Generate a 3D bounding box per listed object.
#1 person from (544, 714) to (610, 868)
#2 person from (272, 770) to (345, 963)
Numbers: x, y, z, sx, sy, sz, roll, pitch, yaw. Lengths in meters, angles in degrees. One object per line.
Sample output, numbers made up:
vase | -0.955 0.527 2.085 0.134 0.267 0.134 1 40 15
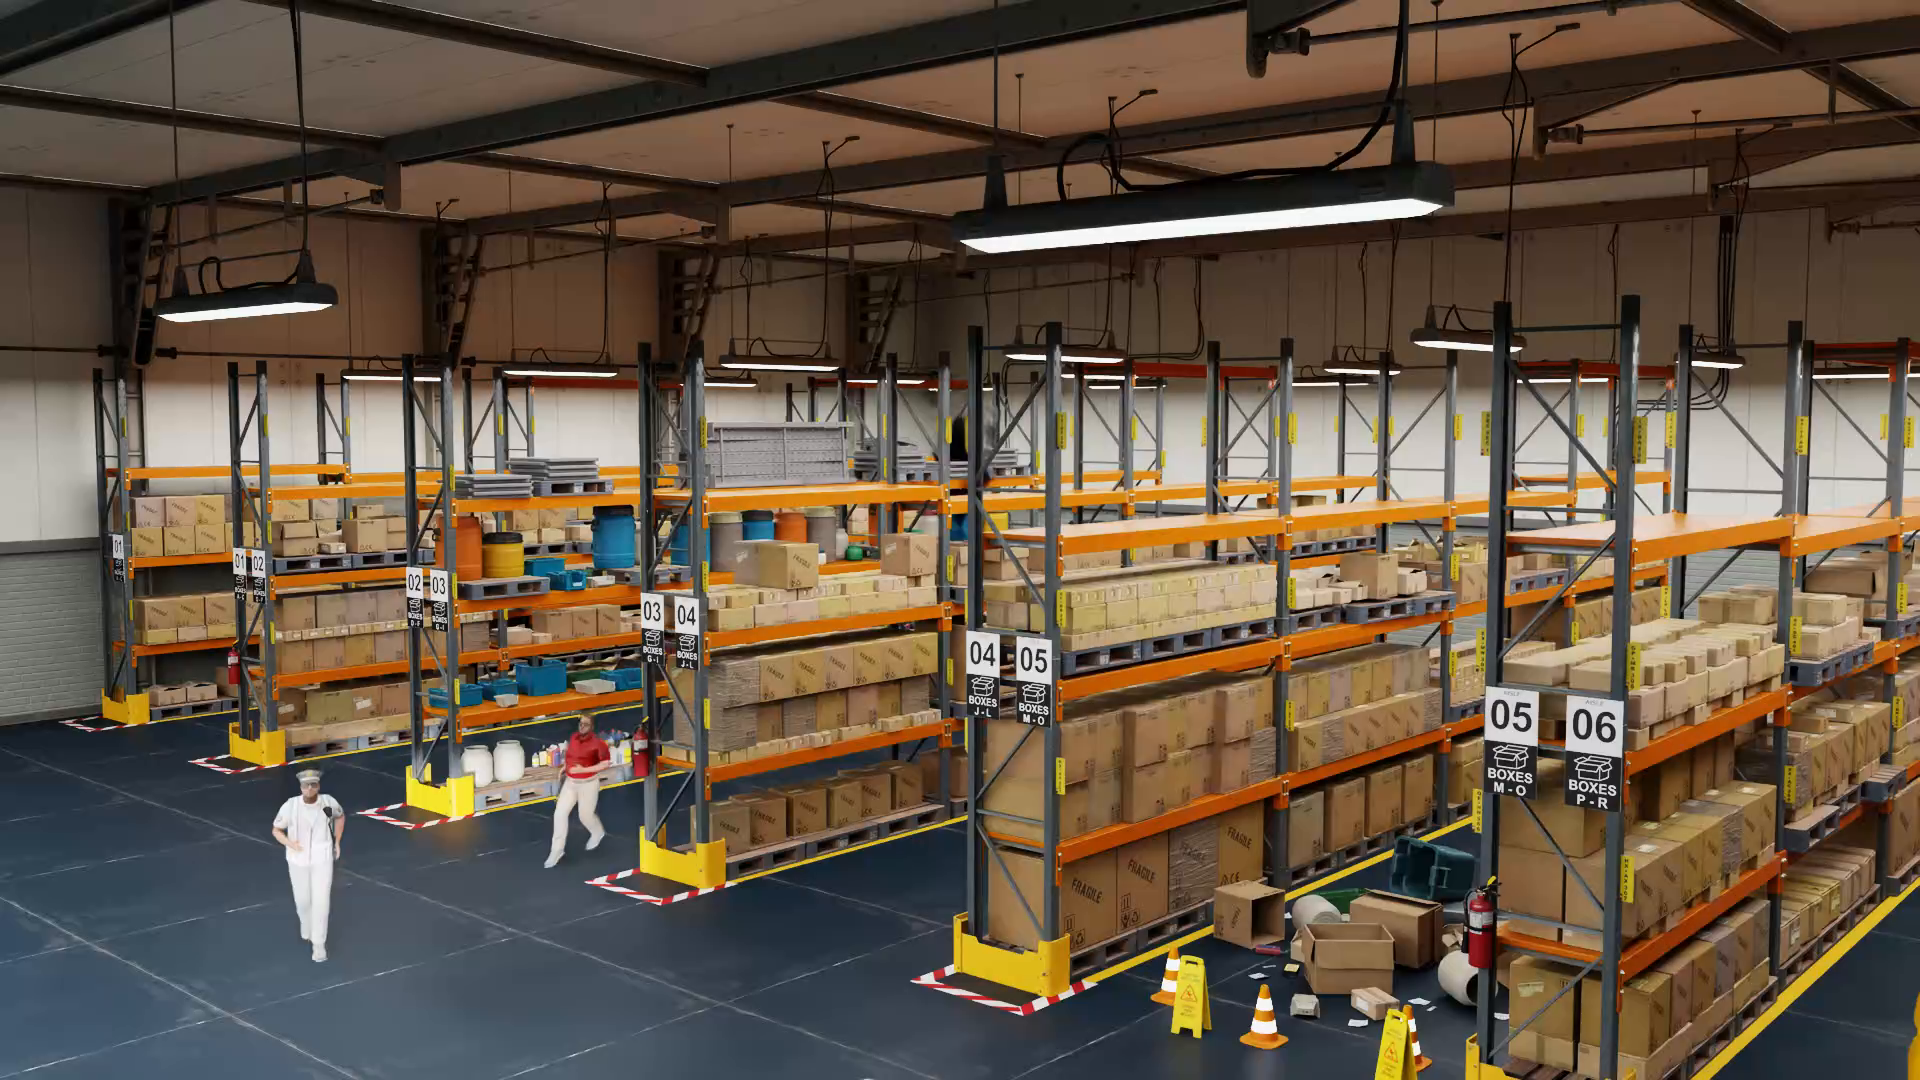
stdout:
person | -4.380 2.890 19.423 0.696 1.738 0.956 2 4 20
person | -6.300 3.097 16.115 0.658 1.792 0.915 -2 4 -20
